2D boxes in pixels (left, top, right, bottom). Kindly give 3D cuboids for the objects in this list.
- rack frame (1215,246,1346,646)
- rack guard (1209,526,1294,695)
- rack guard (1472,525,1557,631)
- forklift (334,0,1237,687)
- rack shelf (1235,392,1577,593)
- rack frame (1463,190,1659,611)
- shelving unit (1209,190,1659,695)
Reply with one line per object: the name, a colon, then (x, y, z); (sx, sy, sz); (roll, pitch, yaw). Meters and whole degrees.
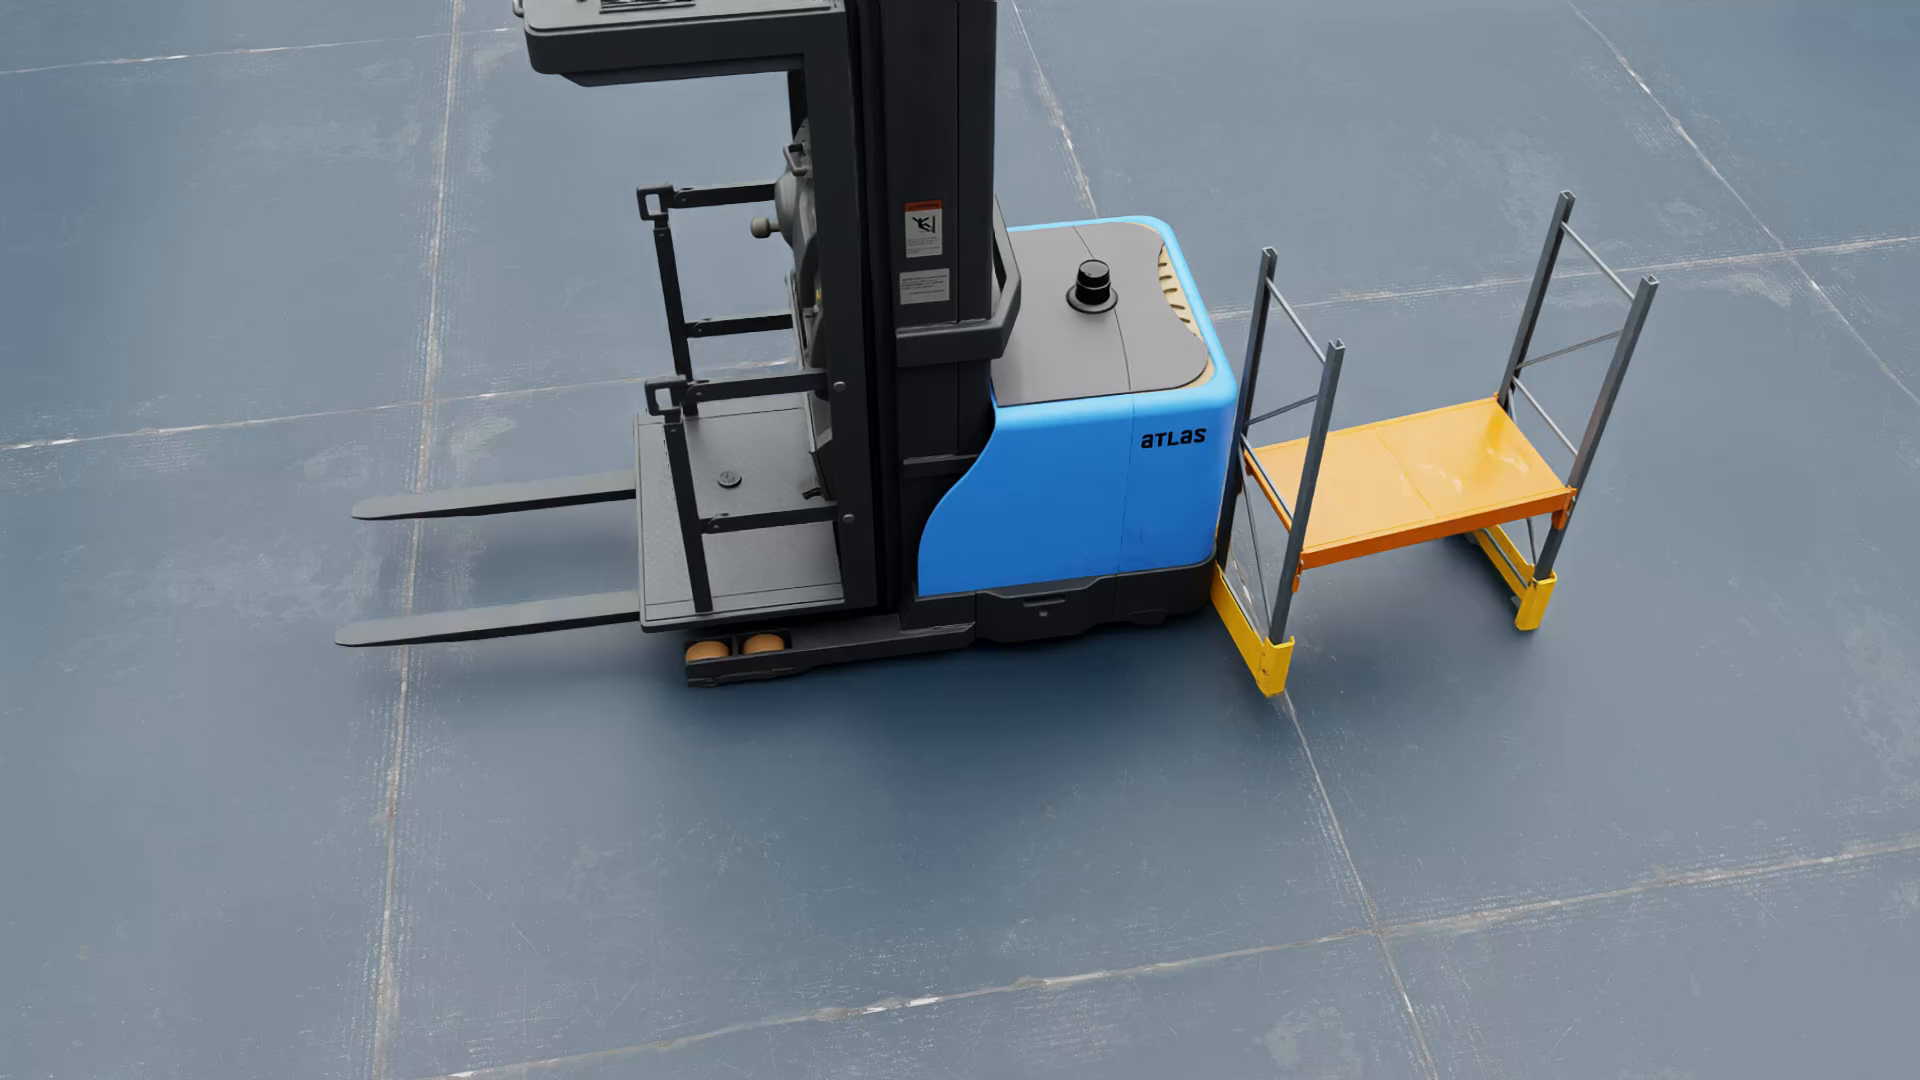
rack frame: (1.001, -0.192, 5.393); (0.032, 1.500, 0.500); (-12, 47, -12)
rack guard: (1.002, 0.241, 5.844); (0.087, 0.250, 0.587); (-12, 47, -12)
rack guard: (1.955, 0.032, 6.046); (0.087, 0.250, 0.587); (-12, 47, -12)
forklift: (-0.668, -0.922, 5.103); (3.031, 2.935, 1.130); (-7, 46, -6)
rack shelf: (1.487, -0.174, 5.626); (1.000, 0.185, 0.538); (-12, 47, -12)
rack frame: (1.973, -0.406, 5.600); (0.032, 1.500, 0.500); (-12, 47, -12)
shelving unit: (1.478, -0.297, 5.495); (1.083, 1.500, 0.587); (-12, 47, -12)
